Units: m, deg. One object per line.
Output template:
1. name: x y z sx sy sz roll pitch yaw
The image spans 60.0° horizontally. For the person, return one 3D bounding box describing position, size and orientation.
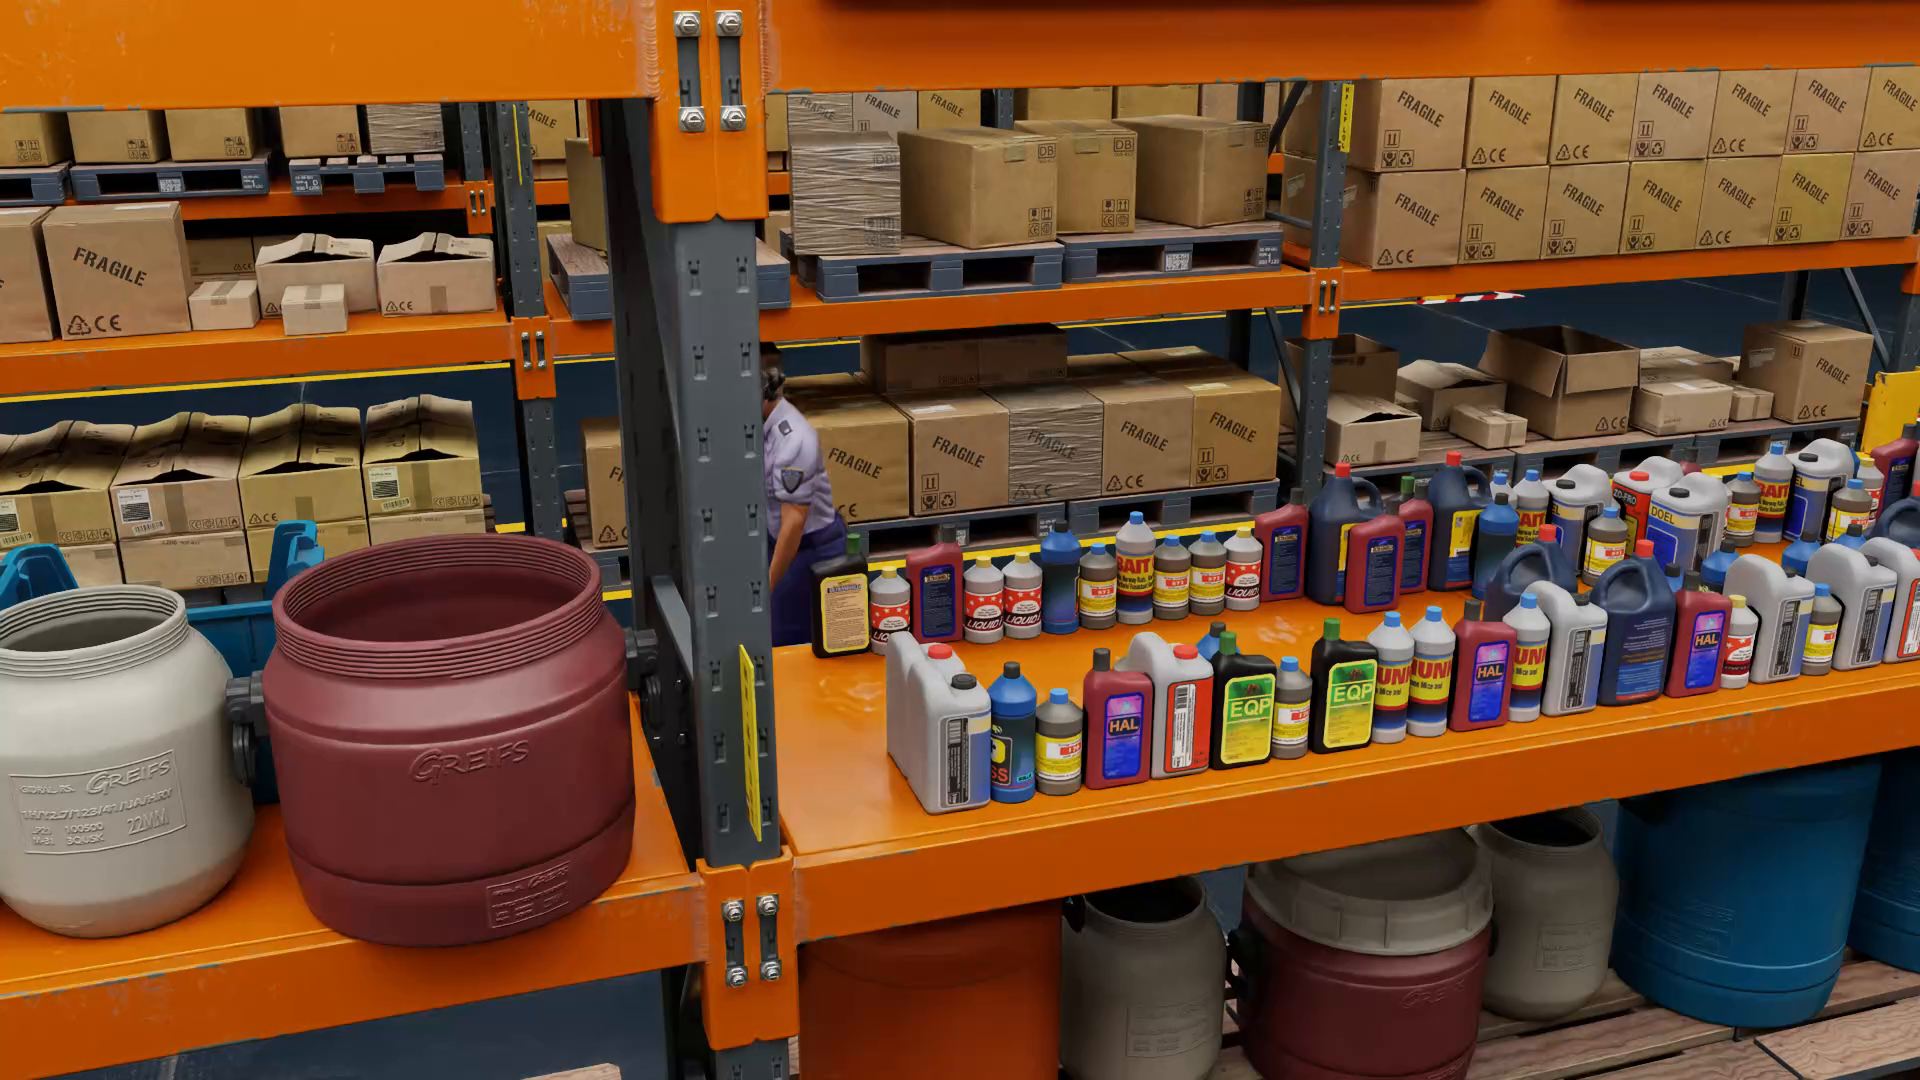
1. person: -0.603 0.095 5.993 0.485 1.546 0.515 -6 20 -16
